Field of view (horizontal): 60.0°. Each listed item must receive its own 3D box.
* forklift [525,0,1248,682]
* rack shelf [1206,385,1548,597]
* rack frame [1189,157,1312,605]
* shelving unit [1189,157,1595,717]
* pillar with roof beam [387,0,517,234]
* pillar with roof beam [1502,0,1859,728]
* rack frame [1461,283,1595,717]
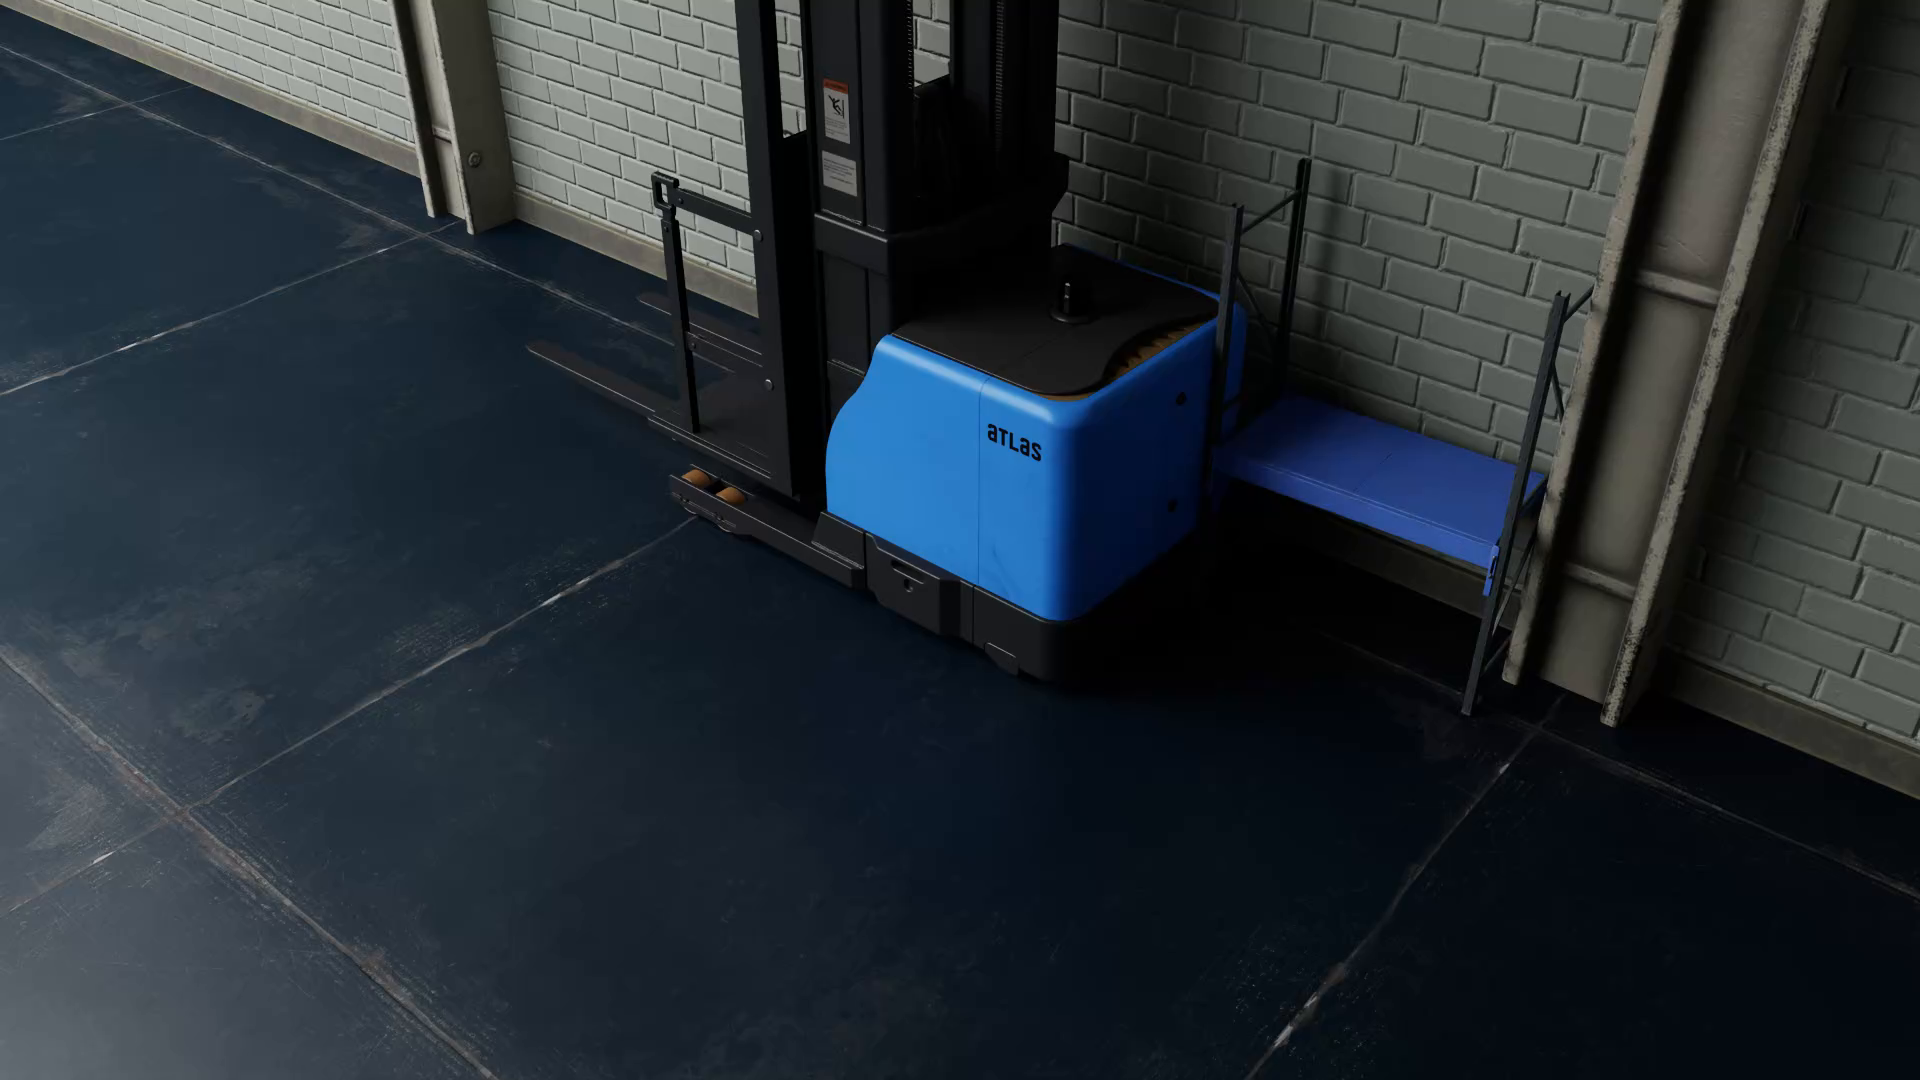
[{"bbox_3d":[-0.480,-1.439,5.757,3.031,2.935,1.130,26,42,32],"label":"forklift"},{"bbox_3d":[1.387,-0.186,5.506,1.000,0.185,0.538,23,41,29],"label":"rack shelf"},{"bbox_3d":[0.979,-0.507,5.654,0.032,1.500,0.500,23,41,29],"label":"rack frame"},{"bbox_3d":[1.387,-0.334,5.404,1.048,1.500,0.538,23,41,29],"label":"shelving unit"},{"bbox_3d":[-5.302,-3.540,3.456,0.400,9.000,9.100,25,42,32],"label":"pillar with roof beam"},{"bbox_3d":[-0.691,-1.367,0.292,0.400,9.000,9.100,25,42,32],"label":"pillar with roof beam"},{"bbox_3d":[1.795,-0.162,5.154,0.032,1.500,0.500,23,41,29],"label":"rack frame"}]
